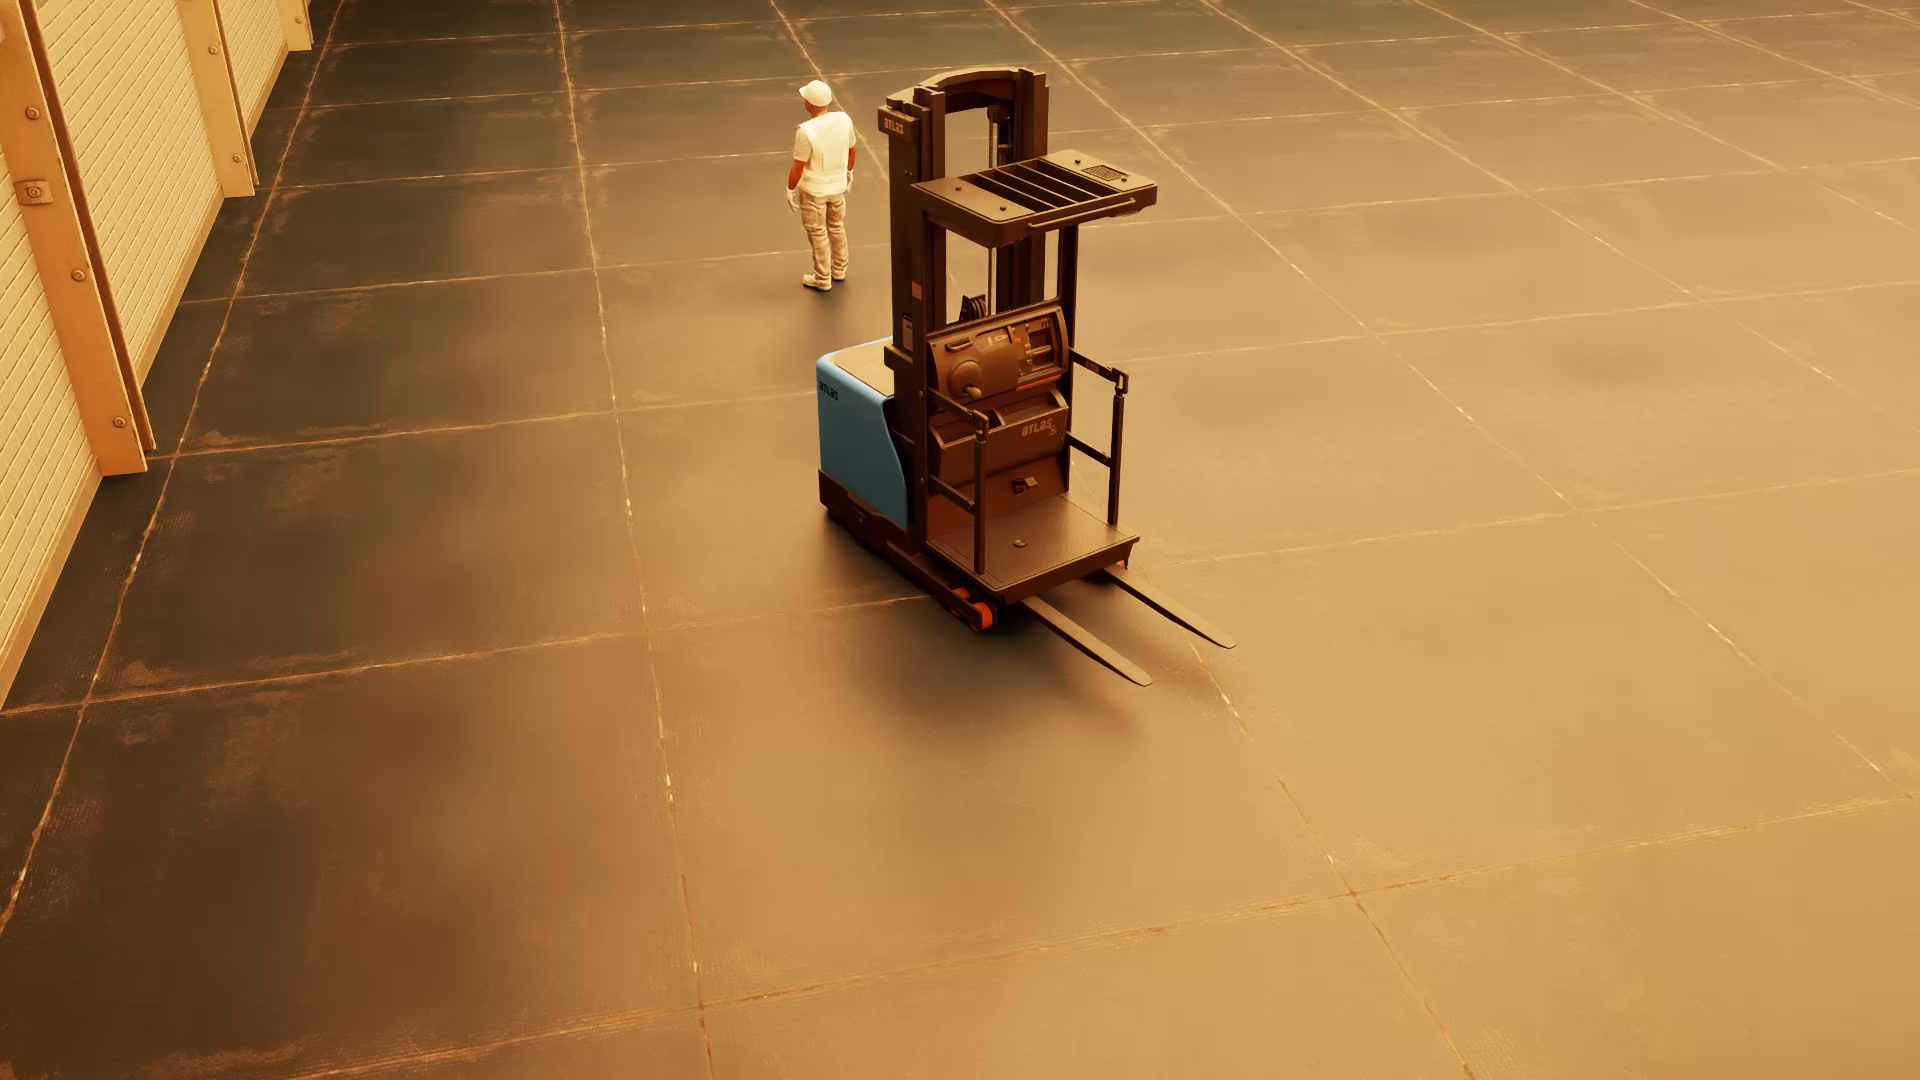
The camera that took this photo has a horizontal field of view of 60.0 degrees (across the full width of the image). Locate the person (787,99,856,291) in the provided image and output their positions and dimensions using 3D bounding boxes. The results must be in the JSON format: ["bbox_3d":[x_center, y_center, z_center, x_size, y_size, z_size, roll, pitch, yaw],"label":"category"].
[{"bbox_3d":[-1.188,-2.936,13.816,0.656,1.748,0.575,-23,37,-34],"label":"person"}]

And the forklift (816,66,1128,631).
[{"bbox_3d":[0.355,-1.021,9.338,1.130,2.935,3.031,-20,35,-30],"label":"forklift"}]
